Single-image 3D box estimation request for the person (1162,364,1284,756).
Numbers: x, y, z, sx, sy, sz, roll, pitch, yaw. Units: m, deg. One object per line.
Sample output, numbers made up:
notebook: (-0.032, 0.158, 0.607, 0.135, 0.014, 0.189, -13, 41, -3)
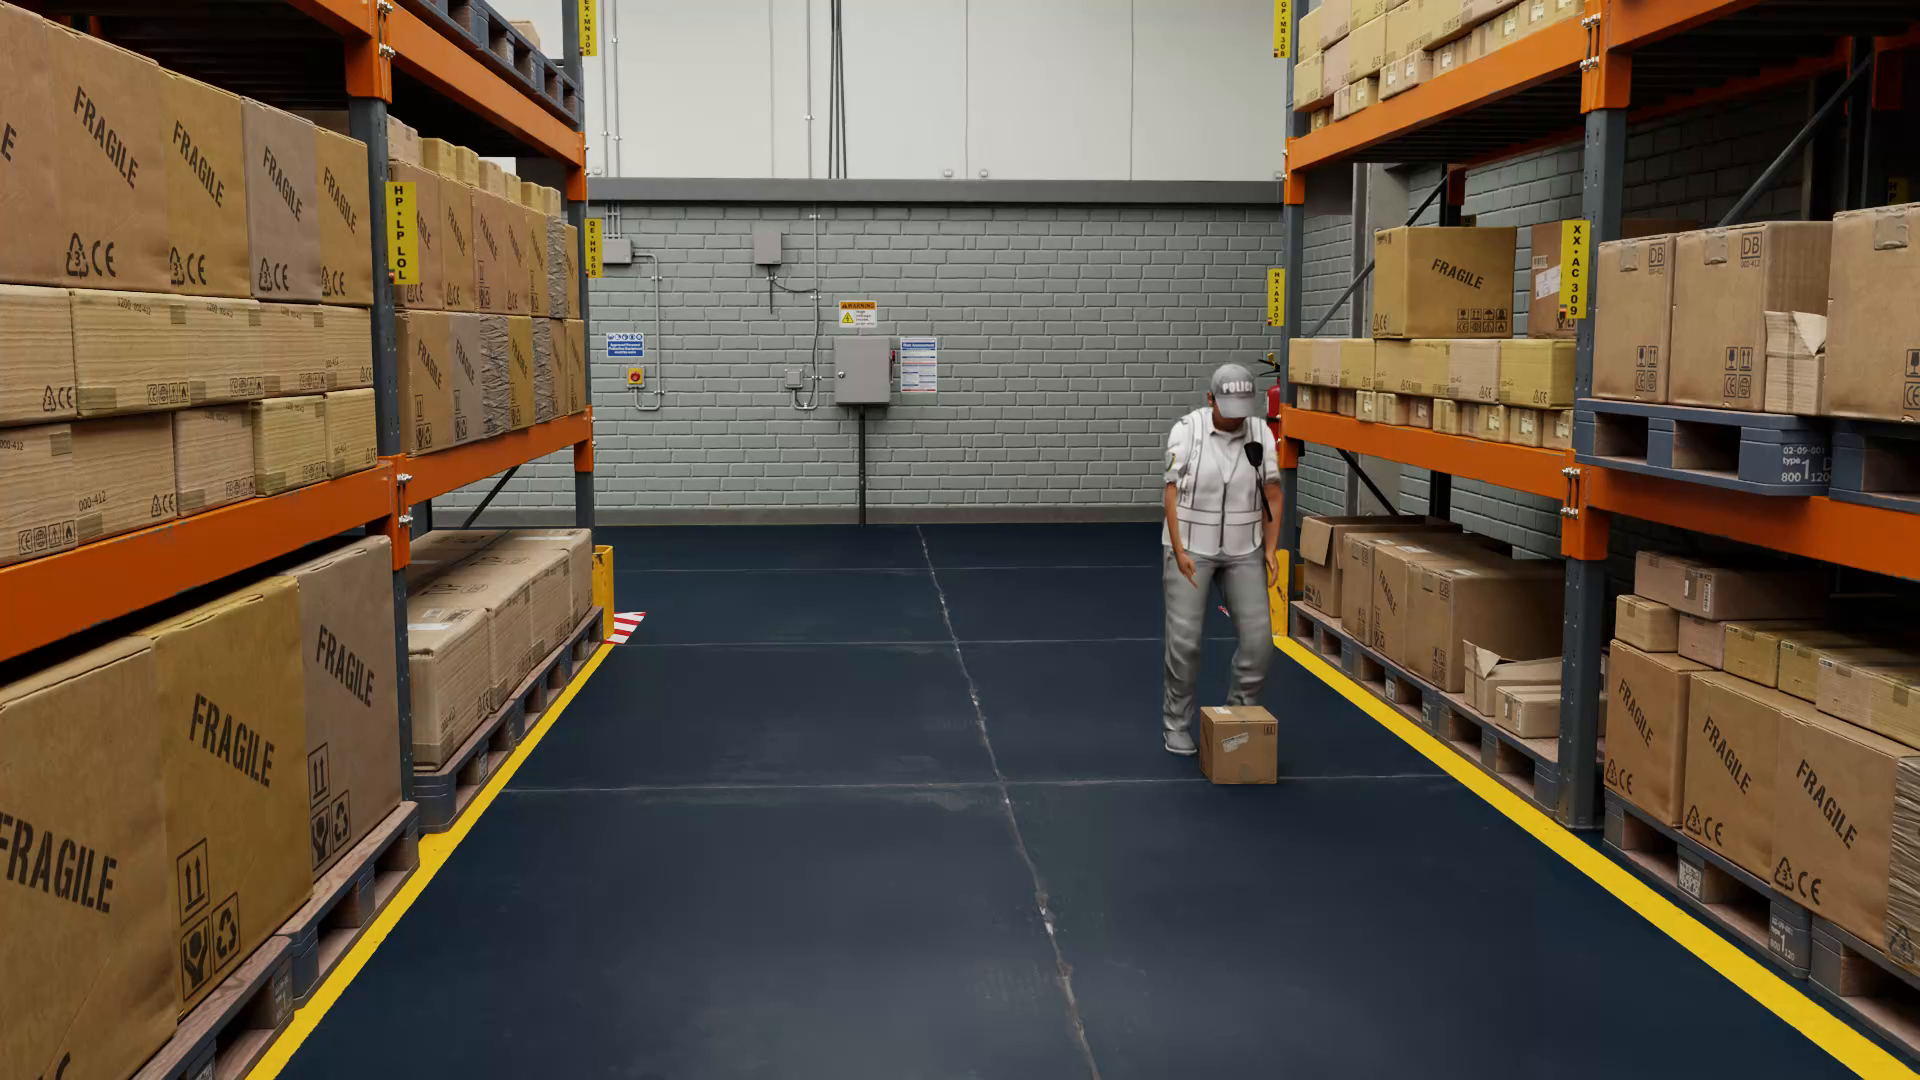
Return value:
person: (1.088, 0.079, 6.883, 0.500, 1.610, 0.496, 0, 7, -2)
